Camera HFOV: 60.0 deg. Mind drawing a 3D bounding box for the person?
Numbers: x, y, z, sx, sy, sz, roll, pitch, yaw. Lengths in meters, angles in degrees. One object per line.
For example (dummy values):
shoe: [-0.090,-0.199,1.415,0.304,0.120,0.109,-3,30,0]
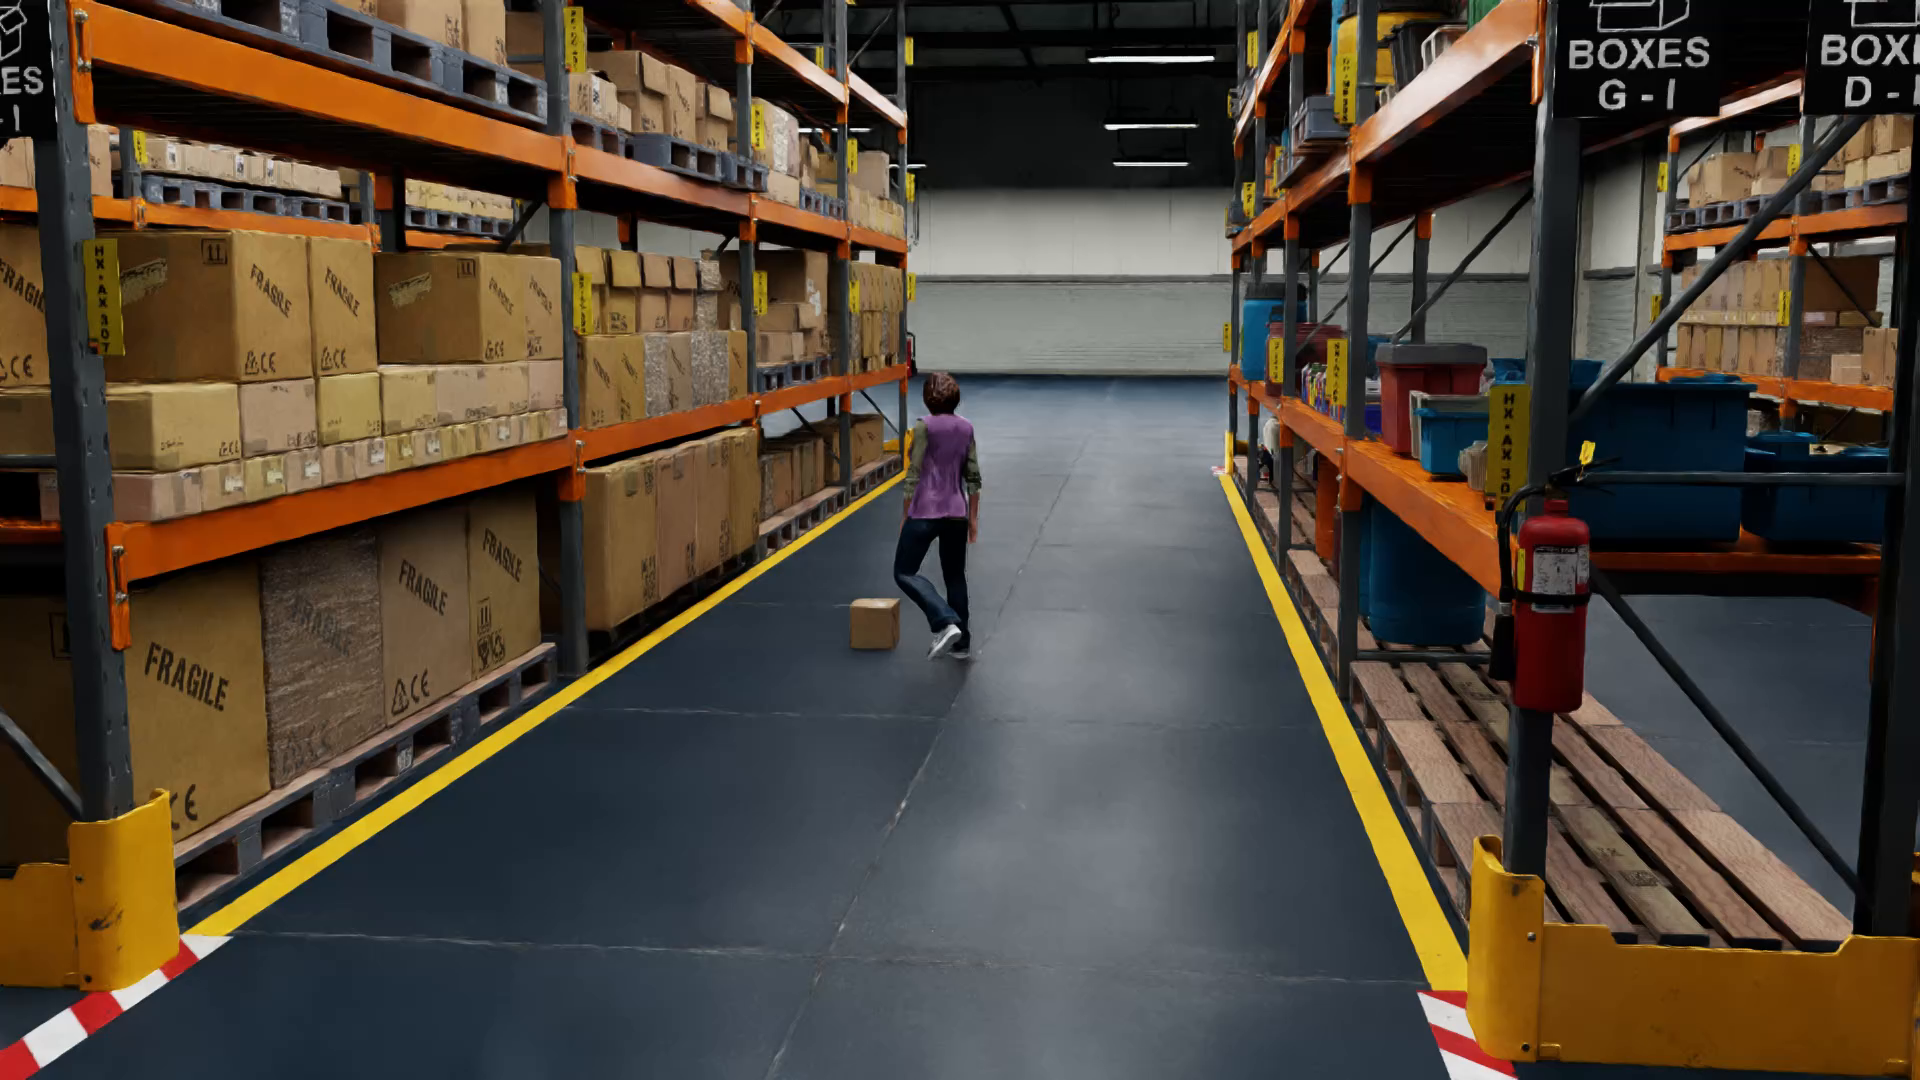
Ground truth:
person: [-0.073,-0.108,9.006,0.515,1.595,0.538,-6,10,-36]
